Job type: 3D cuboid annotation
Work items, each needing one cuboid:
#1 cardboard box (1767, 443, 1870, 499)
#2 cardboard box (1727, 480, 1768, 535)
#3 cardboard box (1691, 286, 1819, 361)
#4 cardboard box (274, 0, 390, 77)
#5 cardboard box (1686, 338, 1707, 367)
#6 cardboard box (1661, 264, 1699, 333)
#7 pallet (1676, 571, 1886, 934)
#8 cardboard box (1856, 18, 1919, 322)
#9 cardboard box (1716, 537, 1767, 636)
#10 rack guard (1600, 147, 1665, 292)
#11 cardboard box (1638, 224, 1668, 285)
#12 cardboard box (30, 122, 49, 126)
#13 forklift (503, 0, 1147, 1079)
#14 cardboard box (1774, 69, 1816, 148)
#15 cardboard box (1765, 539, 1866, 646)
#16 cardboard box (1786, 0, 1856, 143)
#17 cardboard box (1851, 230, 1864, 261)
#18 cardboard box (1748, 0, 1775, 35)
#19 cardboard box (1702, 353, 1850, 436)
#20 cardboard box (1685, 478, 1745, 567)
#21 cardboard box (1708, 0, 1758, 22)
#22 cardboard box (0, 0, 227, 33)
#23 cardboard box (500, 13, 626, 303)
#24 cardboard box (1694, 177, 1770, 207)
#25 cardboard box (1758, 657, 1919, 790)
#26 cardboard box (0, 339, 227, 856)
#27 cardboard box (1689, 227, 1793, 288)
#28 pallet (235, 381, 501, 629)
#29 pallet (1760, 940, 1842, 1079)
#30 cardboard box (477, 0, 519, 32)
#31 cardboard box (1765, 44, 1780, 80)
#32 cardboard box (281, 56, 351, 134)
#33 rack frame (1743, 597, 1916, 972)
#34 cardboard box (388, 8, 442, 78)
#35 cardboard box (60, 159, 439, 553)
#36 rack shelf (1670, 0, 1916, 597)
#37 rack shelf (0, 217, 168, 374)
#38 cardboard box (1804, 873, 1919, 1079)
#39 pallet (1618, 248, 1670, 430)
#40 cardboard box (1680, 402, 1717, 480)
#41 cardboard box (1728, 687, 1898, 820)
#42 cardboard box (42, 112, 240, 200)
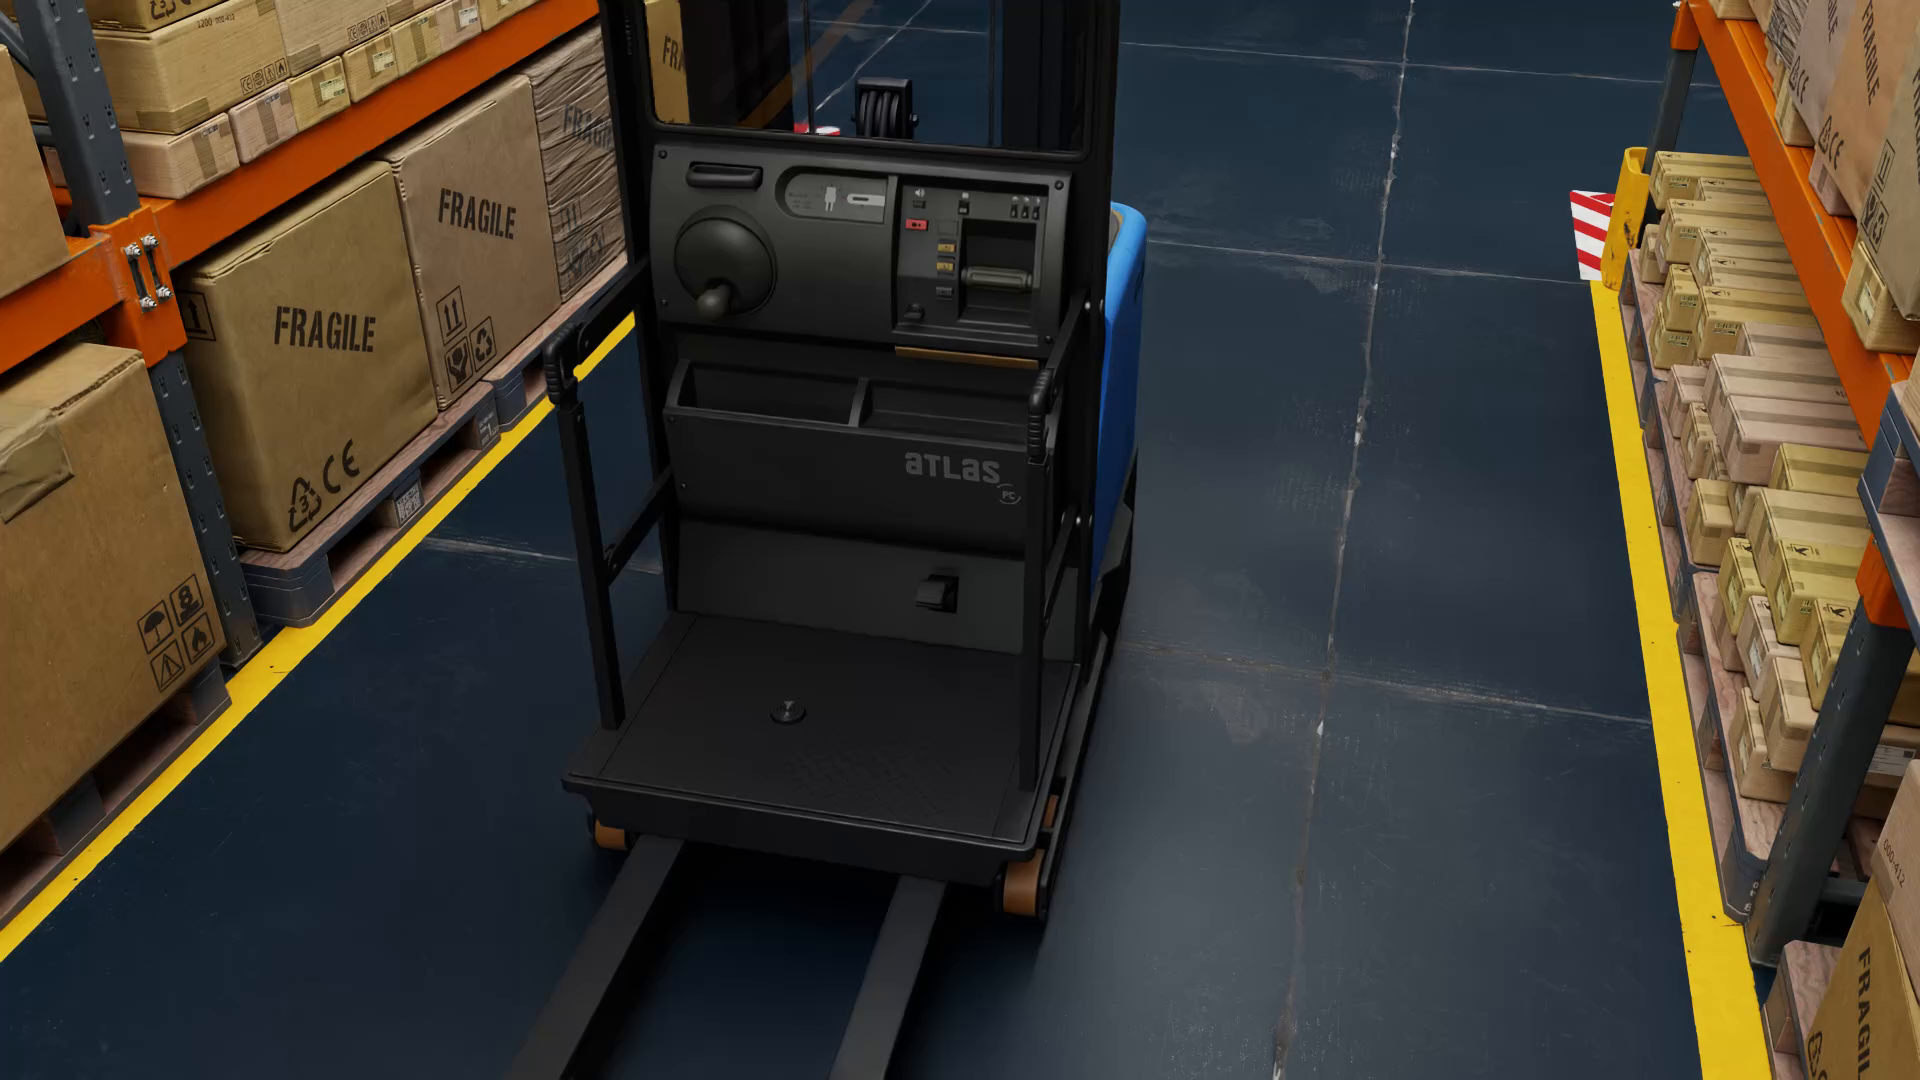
[{"bbox_3d":[2.339,-0.108,4.335,0.380,0.149,0.250,9,34,14],"label":"cardboard box"},{"bbox_3d":[2.361,-0.112,4.619,0.380,0.149,0.250,9,33,14],"label":"cardboard box"},{"bbox_3d":[2.515,-0.660,5.204,0.380,0.149,0.250,9,33,13],"label":"cardboard box"},{"bbox_3d":[-1.992,-1.526,4.717,0.500,0.250,0.500,8,33,12],"label":"cardboard box"},{"bbox_3d":[2.662,-0.552,5.589,0.380,0.149,0.250,8,33,12],"label":"cardboard box"},{"bbox_3d":[2.639,-0.817,5.728,0.380,0.149,0.250,9,34,14],"label":"cardboard box"},{"bbox_3d":[2.413,0.553,4.184,1.003,0.211,1.213,8,33,12],"label":"pallet"},{"bbox_3d":[2.126,-0.728,3.228,0.500,0.500,0.500,8,33,12],"label":"cardboard box"},{"bbox_3d":[2.156,0.139,4.223,0.380,0.149,0.250,7,33,11],"label":"cardboard box"},{"bbox_3d":[3.272,-1.252,6.753,1.175,0.500,0.348,8,33,12],"label":"rack guard"},{"bbox_3d":[2.849,-1.092,6.438,0.380,0.149,0.250,9,33,13],"label":"cardboard box"},{"bbox_3d":[-2.670,-1.229,4.621,0.380,0.149,0.250,9,33,13],"label":"cardboard box"},{"bbox_3d":[-0.272,-0.584,3.437,1.130,2.935,3.031,7,33,11],"label":"forklift"},{"bbox_3d":[2.450,-1.166,4.522,0.380,0.149,0.250,9,33,13],"label":"cardboard box"},{"bbox_3d":[2.141,0.146,3.935,0.380,0.149,0.250,8,33,13],"label":"cardboard box"},{"bbox_3d":[2.386,-1.255,4.058,0.500,0.500,0.500,8,33,12],"label":"cardboard box"},{"bbox_3d":[2.208,-0.624,3.669,0.380,0.149,0.250,9,34,14],"label":"cardboard box"},{"bbox_3d":[2.663,-1.785,4.891,0.500,0.500,0.500,8,33,13],"label":"cardboard box"},{"bbox_3d":[2.375,-0.403,4.799,0.380,0.149,0.250,7,33,11],"label":"cardboard box"},{"bbox_3d":[2.309,-0.032,4.770,0.380,0.149,0.250,8,33,12],"label":"cardboard box"},{"bbox_3d":[2.748,-1.847,5.593,0.380,0.149,0.250,7,33,11],"label":"cardboard box"},{"bbox_3d":[-2.127,-1.591,4.120,0.500,0.500,0.500,8,33,12],"label":"cardboard box"},{"bbox_3d":[-1.797,-1.539,6.465,0.875,0.875,0.875,8,33,12],"label":"cardboard box"},{"bbox_3d":[2.876,-1.186,6.032,0.380,0.149,0.250,9,33,13],"label":"cardboard box"},{"bbox_3d":[2.049,0.423,3.777,0.380,0.149,0.250,9,33,13],"label":"cardboard box"},{"bbox_3d":[-2.639,0.056,3.955,1.225,0.875,0.875,8,33,13],"label":"cardboard box"},{"bbox_3d":[2.705,-0.933,5.633,0.380,0.149,0.250,6,33,10],"label":"cardboard box"},{"bbox_3d":[-2.227,-0.205,5.376,1.003,0.211,1.213,8,33,12],"label":"pallet"},{"bbox_3d":[2.080,1.310,2.992,1.003,0.211,1.213,8,33,12],"label":"pallet"},{"bbox_3d":[-1.705,-1.810,5.535,0.380,0.149,0.250,7,33,11],"label":"cardboard box"},{"bbox_3d":[2.632,-1.432,4.941,0.380,0.149,0.250,7,33,11],"label":"cardboard box"},{"bbox_3d":[-1.966,-1.274,4.692,0.380,0.149,0.250,9,34,14],"label":"cardboard box"},{"bbox_3d":[2.276,-0.271,2.880,1.000,3.000,0.127,8,33,12],"label":"rack frame"},{"bbox_3d":[-1.836,-1.543,5.116,0.380,0.149,0.250,8,33,12],"label":"cardboard box"},{"bbox_3d":[-2.251,-0.610,5.003,0.875,0.875,0.875,8,33,12],"label":"cardboard box"},{"bbox_3d":[2.784,-1.005,4.705,1.077,0.370,4.000,8,33,12],"label":"rack shelf"},{"bbox_3d":[-3.003,0.343,2.585,1.077,0.370,4.000,8,33,12],"label":"rack shelf"},{"bbox_3d":[1.832,0.954,2.891,0.500,0.500,0.500,9,34,14],"label":"cardboard box"},{"bbox_3d":[3.032,-0.713,6.175,1.003,0.211,1.213,8,33,12],"label":"pallet"},{"bbox_3d":[2.469,-0.288,5.172,0.380,0.149,0.250,8,33,12],"label":"cardboard box"},{"bbox_3d":[2.046,0.505,3.925,0.380,0.149,0.250,8,33,13],"label":"cardboard box"},{"bbox_3d":[-2.099,-1.001,4.262,0.380,0.149,0.250,8,33,12],"label":"cardboard box"}]
